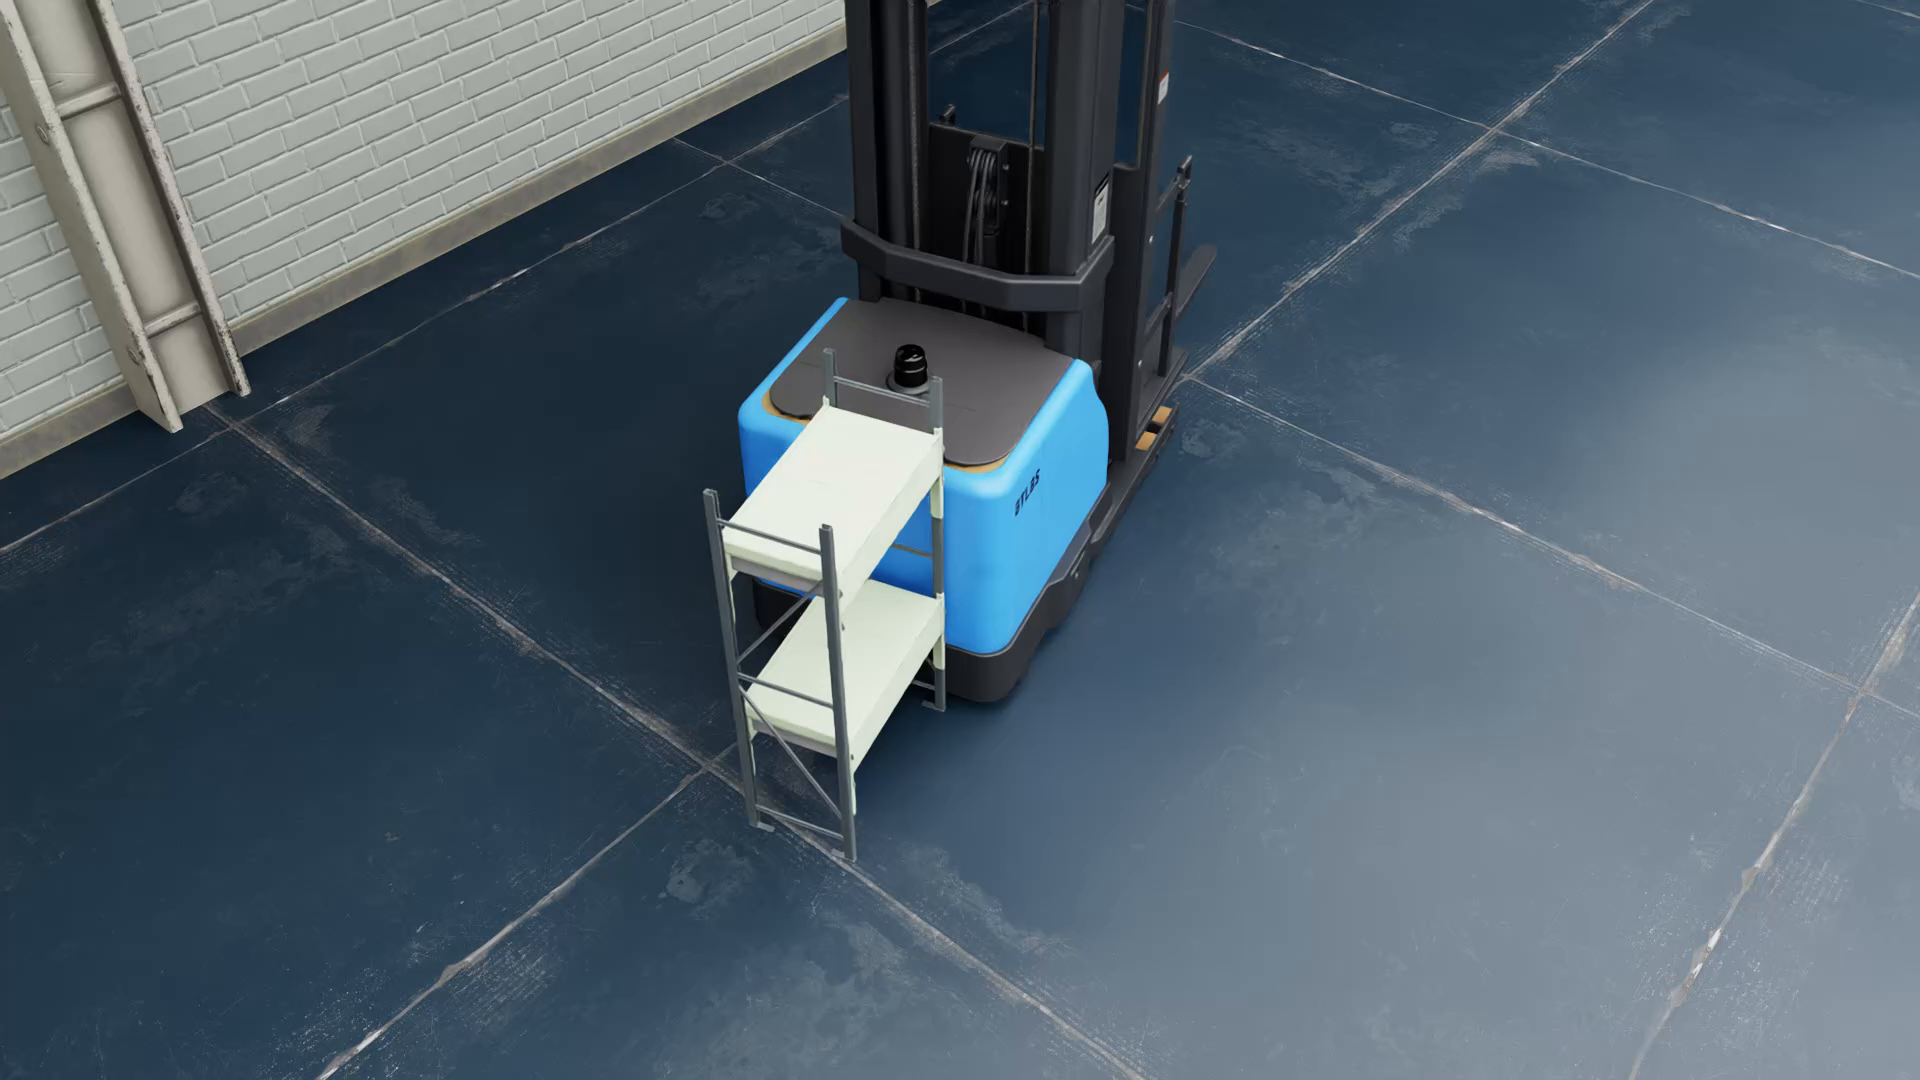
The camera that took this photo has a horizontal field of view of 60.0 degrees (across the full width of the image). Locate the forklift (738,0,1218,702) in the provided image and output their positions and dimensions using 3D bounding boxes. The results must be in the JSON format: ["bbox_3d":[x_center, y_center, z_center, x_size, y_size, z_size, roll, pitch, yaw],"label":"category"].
[{"bbox_3d":[0.297,-1.494,6.214,1.130,2.935,3.031,17,45,18],"label":"forklift"}]

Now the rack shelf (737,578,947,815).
[{"bbox_3d":[-0.386,0.482,5.587,0.431,0.370,0.720,16,45,17],"label":"rack shelf"}]

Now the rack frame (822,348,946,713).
[{"bbox_3d":[-0.239,0.015,5.614,0.400,1.500,0.023,16,45,17],"label":"rack frame"}]

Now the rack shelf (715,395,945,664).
[{"bbox_3d":[-0.387,-0.046,5.104,0.431,0.370,0.720,16,45,17],"label":"rack shelf"}]

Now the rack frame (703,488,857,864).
[{"bbox_3d":[-0.534,0.468,5.120,0.400,1.500,0.023,16,45,17],"label":"rack frame"}]

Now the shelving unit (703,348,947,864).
[{"bbox_3d":[-0.387,0.242,5.367,0.431,1.500,0.755,16,45,17],"label":"shelving unit"}]

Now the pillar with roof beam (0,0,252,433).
[{"bbox_3d":[-0.136,-2.099,2.370,9.100,9.000,0.400,29,50,28],"label":"pillar with roof beam"}]
